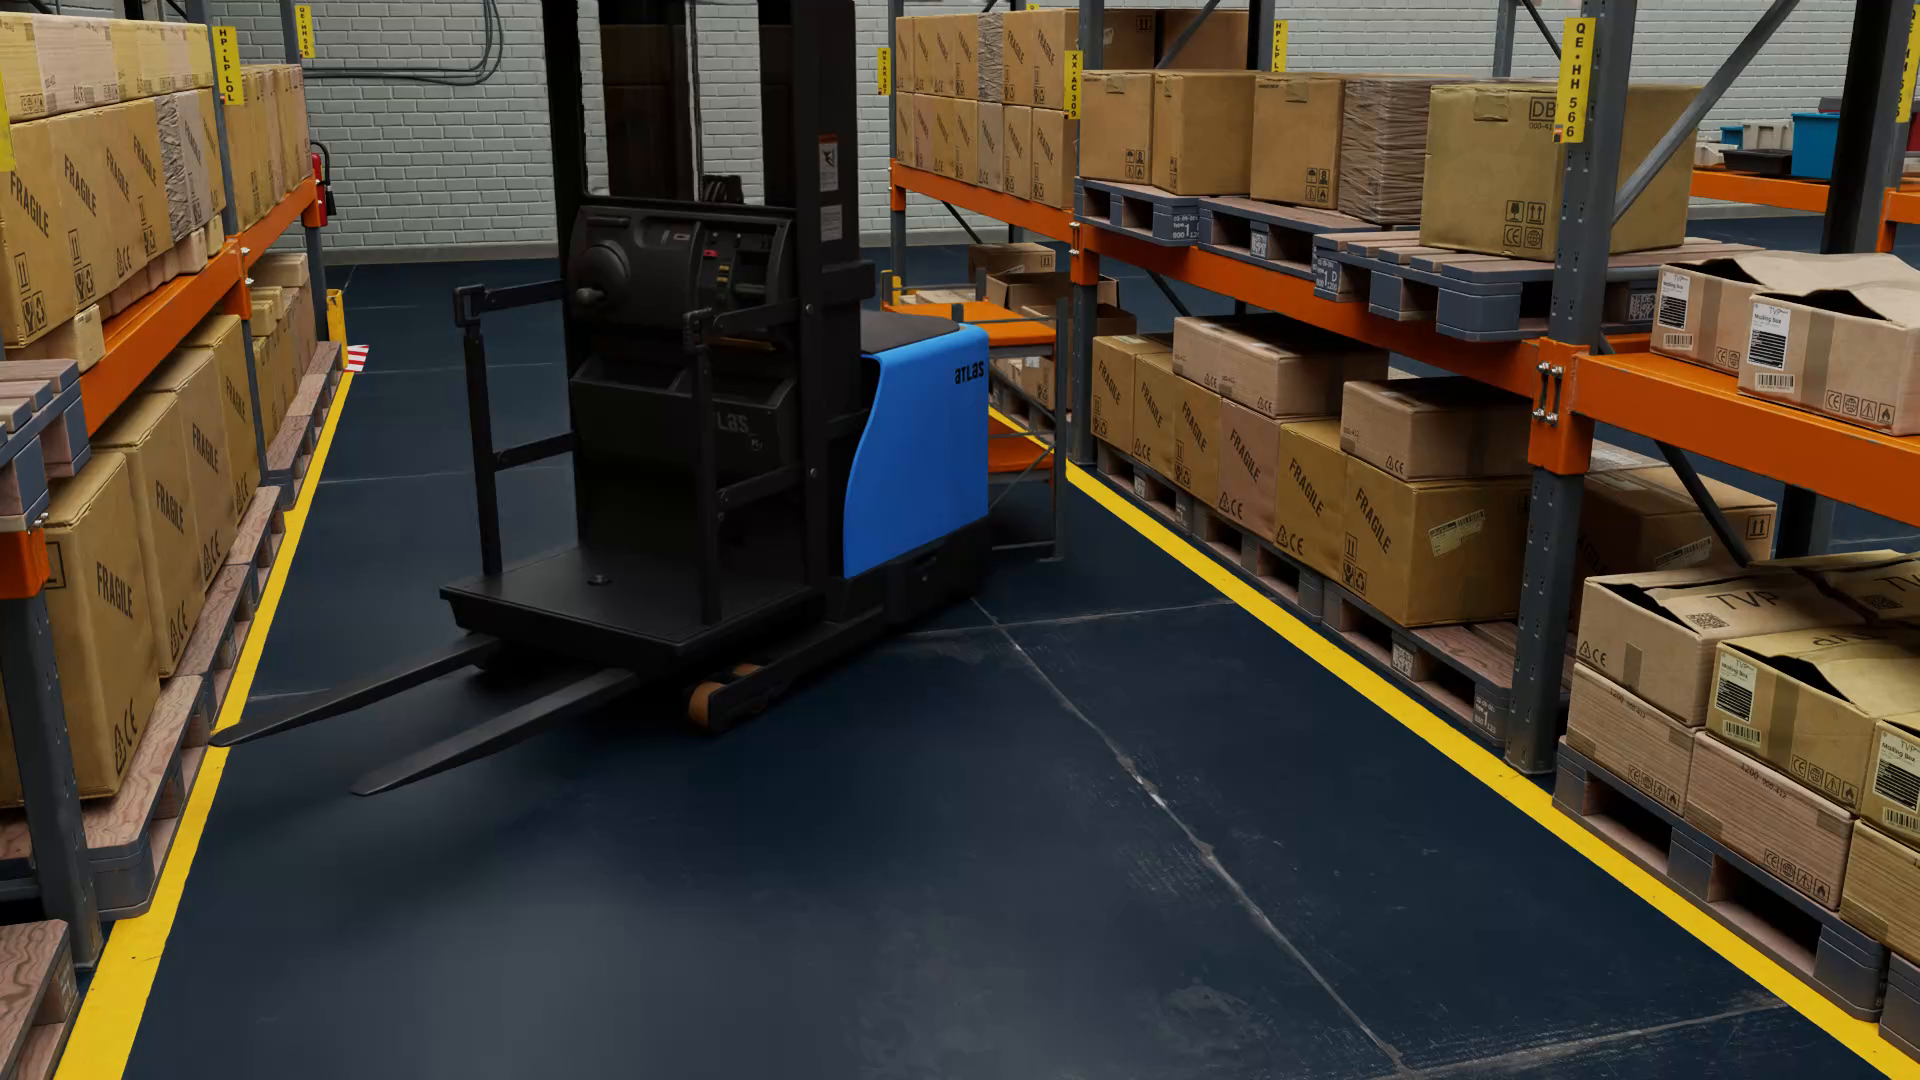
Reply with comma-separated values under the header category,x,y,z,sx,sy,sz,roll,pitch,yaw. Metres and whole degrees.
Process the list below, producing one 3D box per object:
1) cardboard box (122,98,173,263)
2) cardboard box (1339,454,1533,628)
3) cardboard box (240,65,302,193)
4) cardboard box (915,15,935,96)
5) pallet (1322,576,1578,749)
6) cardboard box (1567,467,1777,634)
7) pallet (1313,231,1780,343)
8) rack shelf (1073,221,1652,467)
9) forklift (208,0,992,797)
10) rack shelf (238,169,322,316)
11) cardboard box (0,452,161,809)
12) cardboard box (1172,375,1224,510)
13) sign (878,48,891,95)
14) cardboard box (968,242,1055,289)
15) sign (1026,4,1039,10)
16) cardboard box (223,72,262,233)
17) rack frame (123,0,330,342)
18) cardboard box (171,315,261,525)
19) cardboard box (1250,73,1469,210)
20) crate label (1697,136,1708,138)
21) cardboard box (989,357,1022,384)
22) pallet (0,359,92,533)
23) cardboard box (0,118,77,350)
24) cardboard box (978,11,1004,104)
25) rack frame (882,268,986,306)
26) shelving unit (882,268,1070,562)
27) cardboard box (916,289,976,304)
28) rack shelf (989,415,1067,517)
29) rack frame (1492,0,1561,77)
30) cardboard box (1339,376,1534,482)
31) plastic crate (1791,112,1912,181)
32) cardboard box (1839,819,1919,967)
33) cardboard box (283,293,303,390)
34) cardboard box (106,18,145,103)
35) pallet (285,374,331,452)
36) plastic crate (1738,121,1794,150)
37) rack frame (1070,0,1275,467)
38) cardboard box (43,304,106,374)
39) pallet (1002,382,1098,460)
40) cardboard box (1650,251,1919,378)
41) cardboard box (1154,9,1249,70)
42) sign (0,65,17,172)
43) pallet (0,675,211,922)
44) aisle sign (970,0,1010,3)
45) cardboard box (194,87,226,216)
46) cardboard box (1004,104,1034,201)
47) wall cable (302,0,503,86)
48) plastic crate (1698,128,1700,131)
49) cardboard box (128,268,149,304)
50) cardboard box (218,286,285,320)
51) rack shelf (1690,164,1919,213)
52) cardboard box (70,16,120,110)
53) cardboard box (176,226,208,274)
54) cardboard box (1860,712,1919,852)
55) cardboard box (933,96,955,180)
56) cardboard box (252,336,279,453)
category,x,y,z,sx,sy,sz,roll,pitch,yaw
cardboard box,-2.889,-1.158,5.368,0.500,0.500,0.500,-4,17,-14
cardboard box,1.699,-0.024,5.897,0.500,0.500,0.500,-4,17,-13
cardboard box,-4.418,-2.393,9.683,0.980,0.700,0.700,-5,17,-16
cardboard box,0.003,-3.222,11.052,0.500,0.500,0.500,-5,17,-15
pallet,2.013,0.356,5.900,1.003,0.211,1.213,-5,17,-15
cardboard box,2.331,0.068,5.592,0.500,0.500,0.500,-4,17,-13
pallet,1.928,-0.860,5.434,1.213,0.211,1.003,-5,17,-15
rack shelf,1.632,-0.979,6.746,1.077,0.370,4.000,-5,17,-15
forklift,-1.073,-0.932,5.461,1.130,2.935,3.031,10,19,30
rack shelf,-4.229,-1.692,9.122,1.077,0.370,4.000,-5,17,-15
cardboard box,-2.656,0.237,4.454,0.750,0.750,0.750,-5,17,-16
cardboard box,1.268,-0.451,7.321,0.500,0.500,0.500,-4,17,-15
sign,-0.539,-3.354,11.900,0.100,0.325,0.005,-5,17,-15
cardboard box,0.369,-1.865,12.028,0.500,0.500,0.500,-5,17,-15
sign,0.522,-3.727,12.083,0.100,0.325,0.005,-5,17,-15
cardboard box,-3.813,-1.779,7.638,0.980,0.700,0.700,-4,17,-14
rack frame,-4.779,-2.590,10.860,1.000,3.000,0.127,-5,17,-15
cardboard box,-3.376,-0.486,6.862,0.750,0.750,0.750,-4,17,-15
cardboard box,1.627,-1.641,6.799,0.700,0.500,0.500,-10,19,-29
crate label,5.311,-2.908,12.273,0.396,0.136,0.243,-5,17,-15
cardboard box,0.447,-1.142,9.948,0.500,0.311,0.500,-5,17,-15
pallet,-2.282,-0.097,2.893,1.213,0.211,1.003,-5,17,-15
cardboard box,-2.468,-0.732,3.948,0.500,0.500,0.500,-4,17,-14
cardboard box,0.413,-2.803,9.659,0.500,0.500,0.500,-5,17,-15
rack frame,-0.118,-0.712,7.866,0.500,1.125,0.032,-6,18,-18
shelving unit,0.044,-0.573,7.404,0.538,1.125,1.048,-6,18,-18
cardboard box,-0.003,-1.565,11.464,0.500,0.250,0.500,-5,17,-15
rack shelf,0.044,-0.339,7.475,0.538,0.278,1.000,-6,18,-18
rack frame,4.747,-3.373,13.468,1.000,3.000,0.127,-5,17,-15
cardboard box,1.679,-0.398,5.840,0.500,0.250,0.500,-4,17,-13
plastic crate,5.390,-2.390,10.118,0.392,0.384,0.575,-5,17,-15
cardboard box,2.331,0.796,3.637,0.500,0.250,0.500,-5,17,-17
cardboard box,-4.214,-1.131,9.618,0.700,0.500,0.500,-5,18,-17
cardboard box,-2.893,-1.510,5.234,0.500,0.250,0.500,-5,17,-16
pallet,-4.152,-0.703,9.425,1.003,0.211,1.213,-5,17,-15
plastic crate,5.604,-2.676,11.248,0.437,0.282,0.530,-5,17,-15
rack frame,1.082,-1.876,8.484,1.000,3.000,0.127,-5,17,-15
cardboard box,-2.501,-0.526,4.392,0.380,0.149,0.250,-4,17,-14
pallet,0.895,-0.731,9.518,1.003,0.211,1.213,-5,17,-15
cardboard box,2.240,-0.623,4.467,0.500,0.311,0.500,-4,17,-12
cardboard box,1.223,-2.556,8.834,0.500,0.500,0.500,-4,17,-14
sign,-2.061,-0.939,3.490,0.100,0.325,0.005,-5,17,-15
pallet,-2.724,0.734,4.641,1.003,0.211,1.213,-5,17,-15
aisle sign,0.259,-4.271,11.937,0.394,0.787,0.004,-5,17,-15
cardboard box,-3.310,-1.576,6.758,0.500,0.500,0.500,-5,17,-16
cardboard box,0.555,-2.185,9.337,0.500,0.500,0.500,-4,17,-14
wall cable,-5.990,-5.569,15.746,3.097,2.526,0.112,-5,17,-15
plastic crate,4.942,-2.780,11.681,0.416,0.233,0.300,-5,17,-15
cardboard box,-2.945,-0.872,5.544,0.380,0.149,0.250,-4,17,-14
cardboard box,-3.849,-1.267,8.943,0.380,0.149,0.250,-5,17,-17
rack shelf,5.296,-2.476,11.730,1.077,0.370,4.000,-5,17,-15
cardboard box,-2.747,-1.369,4.766,0.500,0.250,0.500,-5,17,-15
cardboard box,-3.065,-1.090,6.269,0.380,0.149,0.250,-5,17,-15
cardboard box,2.334,0.531,3.544,0.500,0.311,0.500,-5,17,-17
cardboard box,0.134,-2.606,10.739,0.500,0.500,0.500,-5,17,-15
cardboard box,-3.786,-0.703,8.192,0.700,0.500,0.500,-4,17,-15
